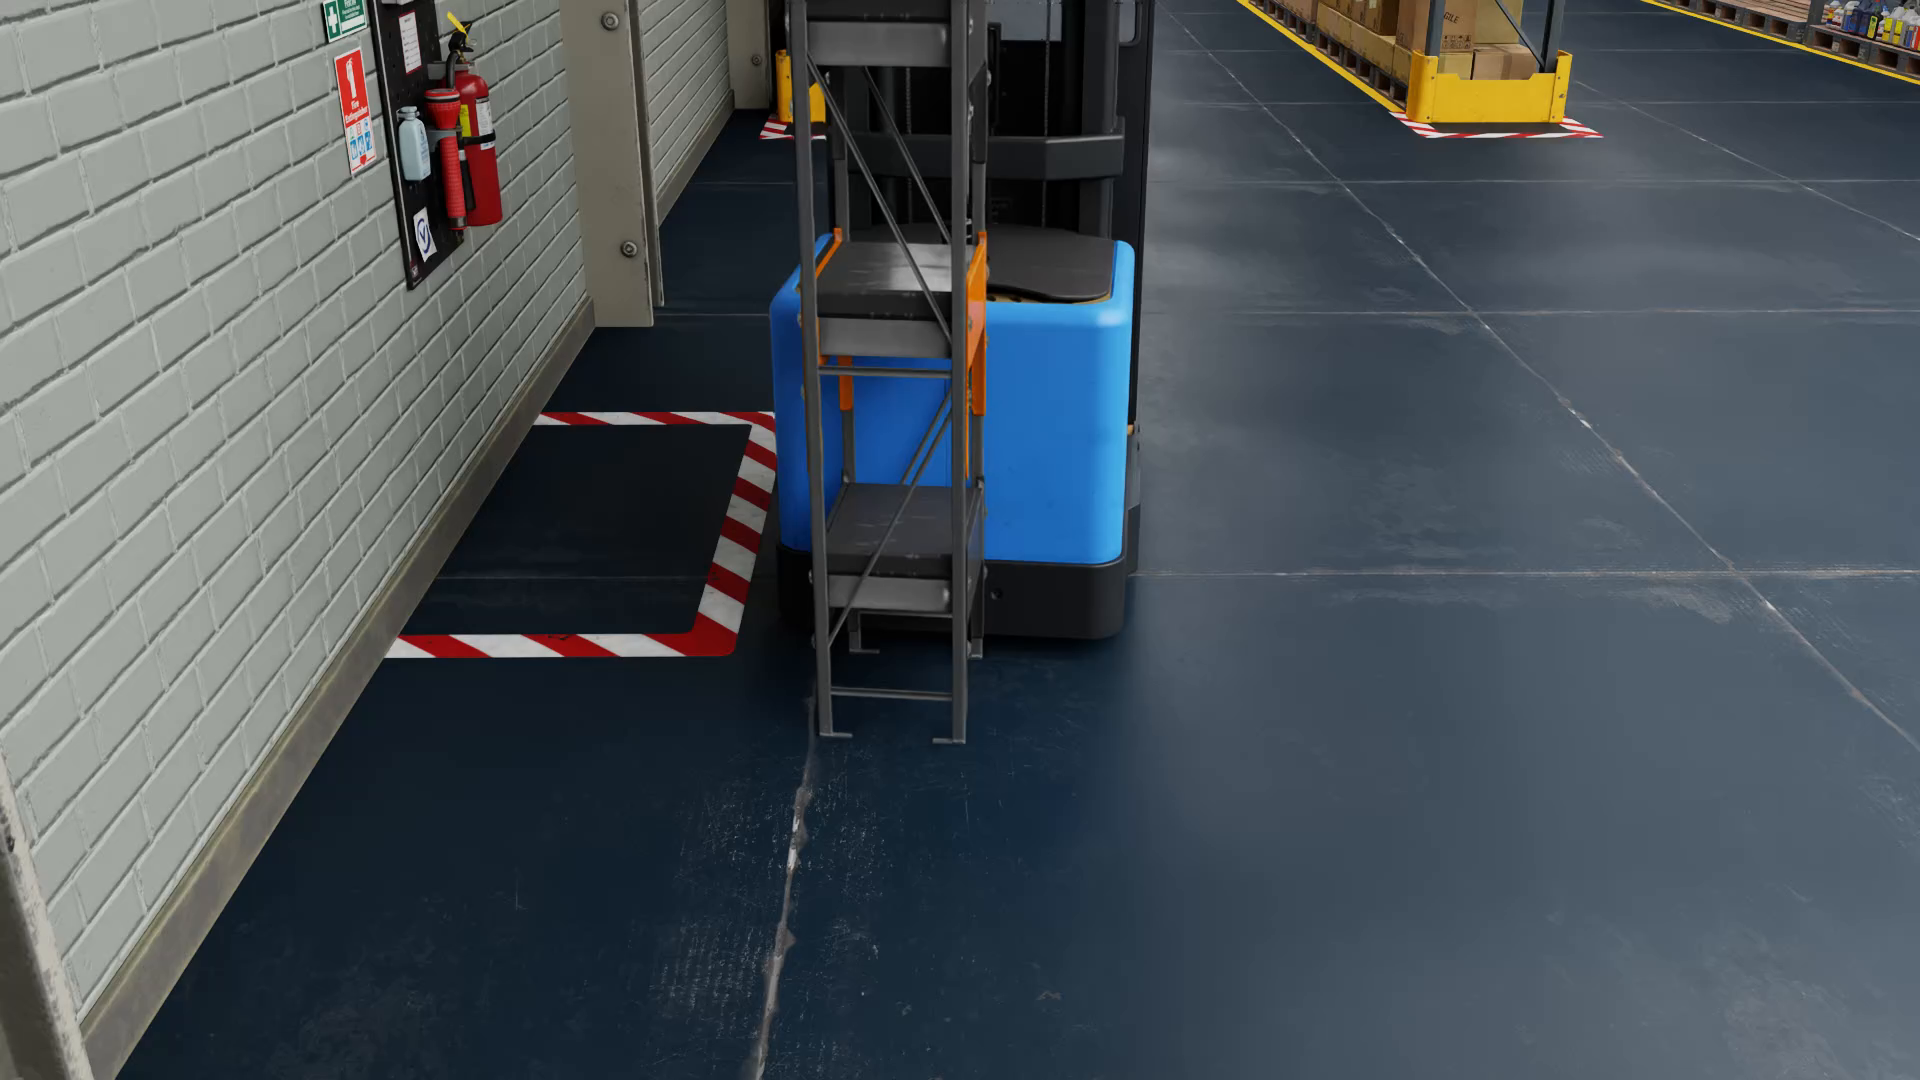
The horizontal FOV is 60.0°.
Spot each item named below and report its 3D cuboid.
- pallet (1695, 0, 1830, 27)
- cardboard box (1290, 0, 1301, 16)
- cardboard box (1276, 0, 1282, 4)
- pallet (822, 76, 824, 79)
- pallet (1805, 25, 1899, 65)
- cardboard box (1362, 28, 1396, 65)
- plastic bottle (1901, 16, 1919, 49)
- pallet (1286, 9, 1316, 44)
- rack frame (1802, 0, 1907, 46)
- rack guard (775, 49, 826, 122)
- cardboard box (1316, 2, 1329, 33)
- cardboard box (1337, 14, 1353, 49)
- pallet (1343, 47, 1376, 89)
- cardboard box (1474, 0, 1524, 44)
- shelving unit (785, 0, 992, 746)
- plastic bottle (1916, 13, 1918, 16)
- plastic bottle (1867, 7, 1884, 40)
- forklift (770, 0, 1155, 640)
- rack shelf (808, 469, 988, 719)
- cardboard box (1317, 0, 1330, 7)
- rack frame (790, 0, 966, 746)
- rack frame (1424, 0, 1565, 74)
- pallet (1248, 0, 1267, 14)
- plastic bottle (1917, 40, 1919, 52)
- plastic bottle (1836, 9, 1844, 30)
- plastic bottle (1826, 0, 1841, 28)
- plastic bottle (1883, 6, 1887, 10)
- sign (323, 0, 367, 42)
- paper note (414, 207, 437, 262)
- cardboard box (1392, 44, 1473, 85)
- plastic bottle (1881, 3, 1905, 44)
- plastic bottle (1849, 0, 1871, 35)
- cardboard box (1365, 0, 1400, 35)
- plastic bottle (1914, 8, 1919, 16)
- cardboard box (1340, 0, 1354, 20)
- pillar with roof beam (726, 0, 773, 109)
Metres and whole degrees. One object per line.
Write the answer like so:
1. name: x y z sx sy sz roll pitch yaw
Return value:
1. pallet: 8.962 -5.916 18.574 1.003 0.211 1.213 0 24 -1
2. cardboard box: 3.775 -5.655 17.440 0.500 0.250 0.500 -1 24 -1
3. cardboard box: 3.764 -6.075 18.369 0.500 0.250 0.500 0 24 1
4. pallet: -0.811 -3.762 13.811 1.003 0.211 1.213 0 24 -1
5. pallet: 8.991 -4.811 16.132 1.003 0.211 1.213 0 24 -1
6. cardboard box: 3.790 -4.260 14.356 0.500 0.250 0.500 0 24 -1
7. plastic bottle: 8.634 -4.586 15.021 0.152 0.276 0.135 -1 24 -2
8. pallet: 4.026 -5.371 17.369 1.003 0.211 1.213 0 24 -1
9. rack frame: 9.026 -6.359 16.170 1.000 3.000 0.127 0 24 -1
10. rack guard: -0.838 -3.558 13.011 1.175 0.500 0.348 0 24 -1
11. cardboard box: 3.775 -5.084 16.178 0.500 0.250 0.500 0 24 -1
12. cardboard box: 3.775 -4.672 15.267 0.500 0.250 0.500 0 24 -1
13. pallet: 4.056 -4.236 14.859 1.003 0.211 1.213 0 24 -1
14. cardboard box: 4.326 -4.398 13.751 0.500 0.500 0.500 0 24 -1
15. shelving unit: -0.159 -0.509 4.328 0.431 2.100 0.503 3 24 6
16. plastic bottle: 8.774 -4.742 15.366 0.152 0.276 0.135 0 24 -1
17. plastic bottle: 8.582 -4.841 15.576 0.061 0.283 0.133 1 24 2
18. forklift: 0.119 -1.613 5.761 1.130 2.935 3.031 3 24 6
19. rack shelf: -0.159 0.141 4.622 0.431 0.518 0.480 3 24 6
20. cardboard box: 3.765 -5.426 16.024 0.500 0.500 0.500 0 24 -1
21. rack frame: -0.185 -0.409 4.107 0.400 2.100 0.015 3 24 6
22. rack frame: 4.116 -4.690 12.479 1.000 3.000 0.127 0 24 -1
23. pallet: 3.999 -6.376 19.592 1.003 0.211 1.213 0 24 -1
24. plastic bottle: 8.591 -4.476 14.769 0.061 0.283 0.133 0 24 1
25. plastic bottle: 8.593 -5.067 16.176 0.097 0.201 0.097 0 24 0
26. plastic bottle: 8.591 -5.183 16.346 0.097 0.271 0.097 0 24 0
27. plastic bottle: 8.742 -4.922 15.771 0.097 0.271 0.097 0 24 0
28. sign: -1.744 -1.491 4.720 0.001 0.109 0.331 0 24 -1
29. paper note: -1.722 -0.985 5.357 0.016 0.148 0.142 0 24 -1
30. cardboard box: 3.815 -3.848 13.445 0.500 0.250 0.500 0 24 -1
31. plastic bottle: 8.626 -4.765 15.326 0.144 0.351 0.185 0 24 -1
32. plastic bottle: 8.620 -5.018 15.885 0.144 0.351 0.185 0 24 1
33. cardboard box: 3.787 -4.602 14.201 0.500 0.500 0.500 0 24 -1
34. plastic bottle: 9.175 -4.964 15.857 0.152 0.276 0.135 0 24 -1
35. cardboard box: 3.776 -5.014 15.113 0.500 0.500 0.500 0 24 -1
36. pillar with roof beam: 2.595 -7.703 11.862 9.100 9.000 0.400 0 24 -1
